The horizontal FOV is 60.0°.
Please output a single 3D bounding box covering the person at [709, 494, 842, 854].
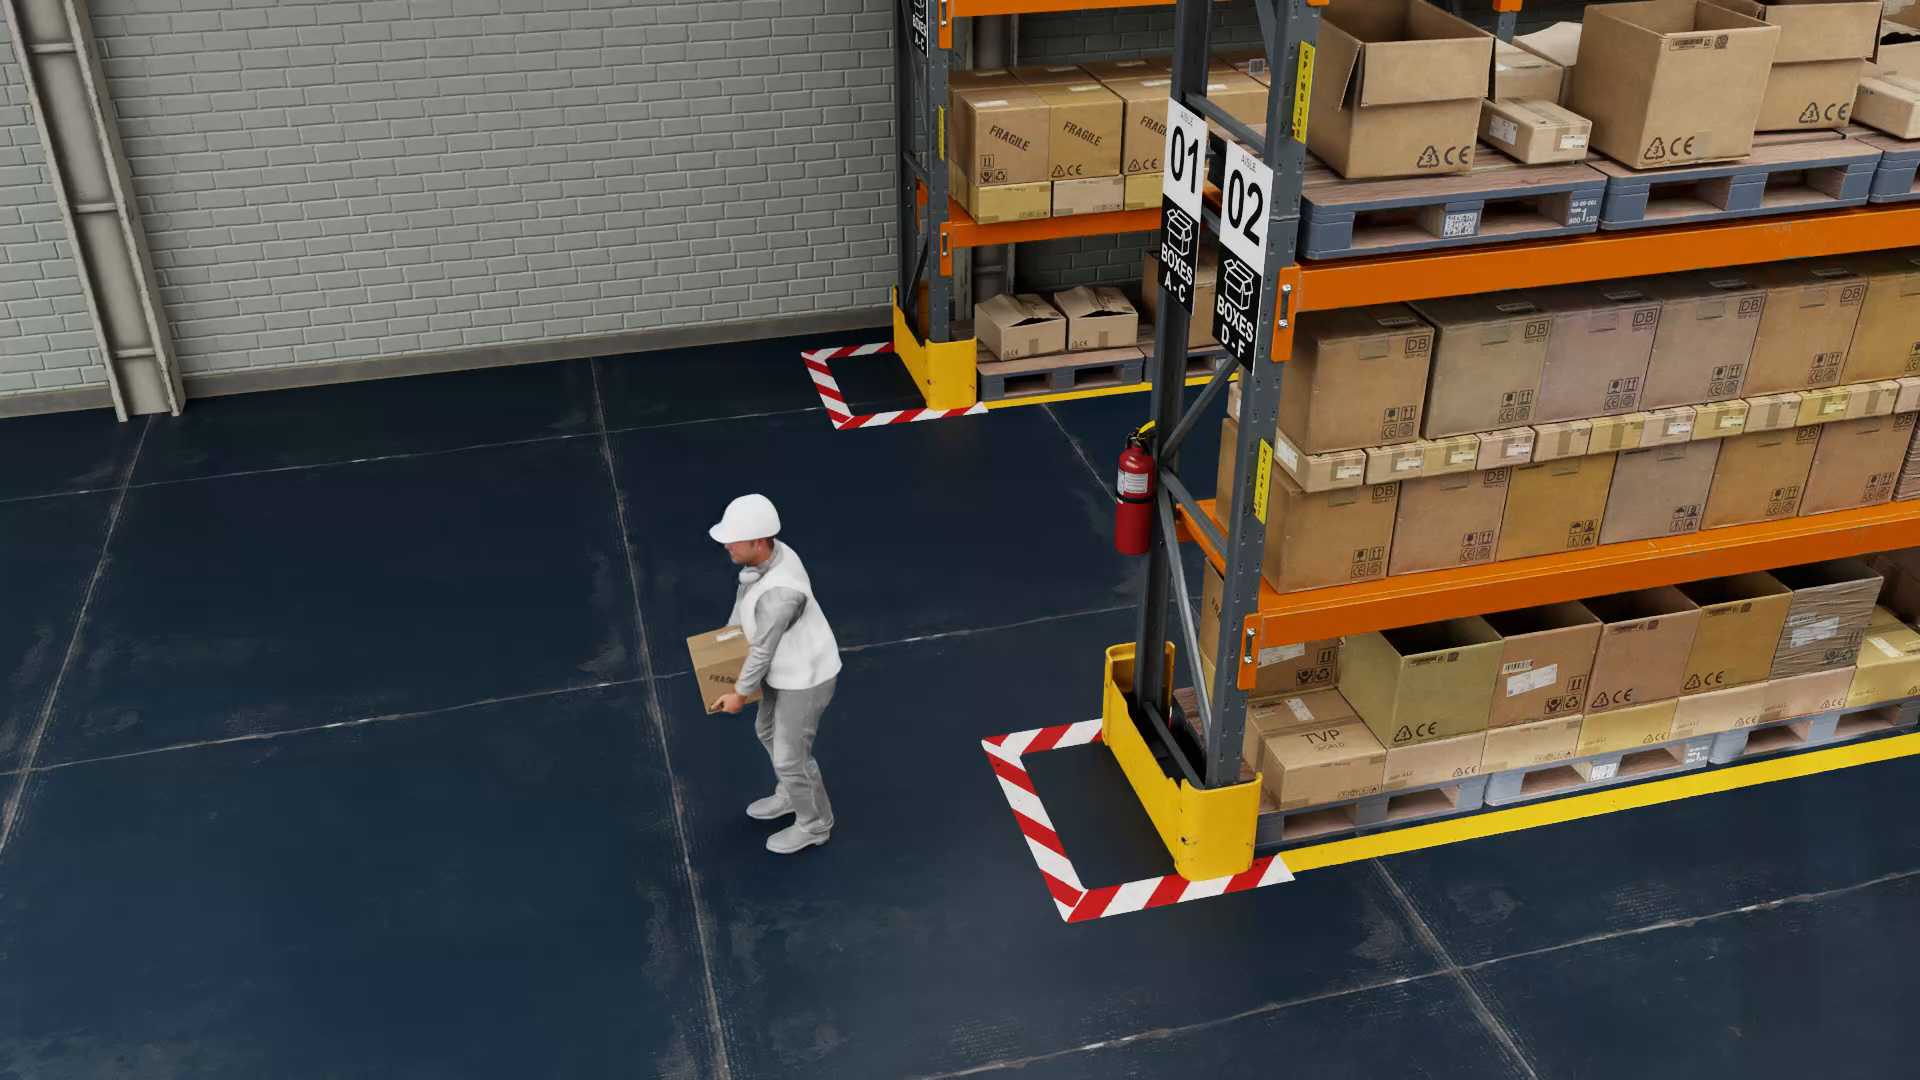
[{"bbox_3d":[-0.819,0.571,7.254,0.582,1.754,0.460,-8,31,-14],"label":"person"}]
